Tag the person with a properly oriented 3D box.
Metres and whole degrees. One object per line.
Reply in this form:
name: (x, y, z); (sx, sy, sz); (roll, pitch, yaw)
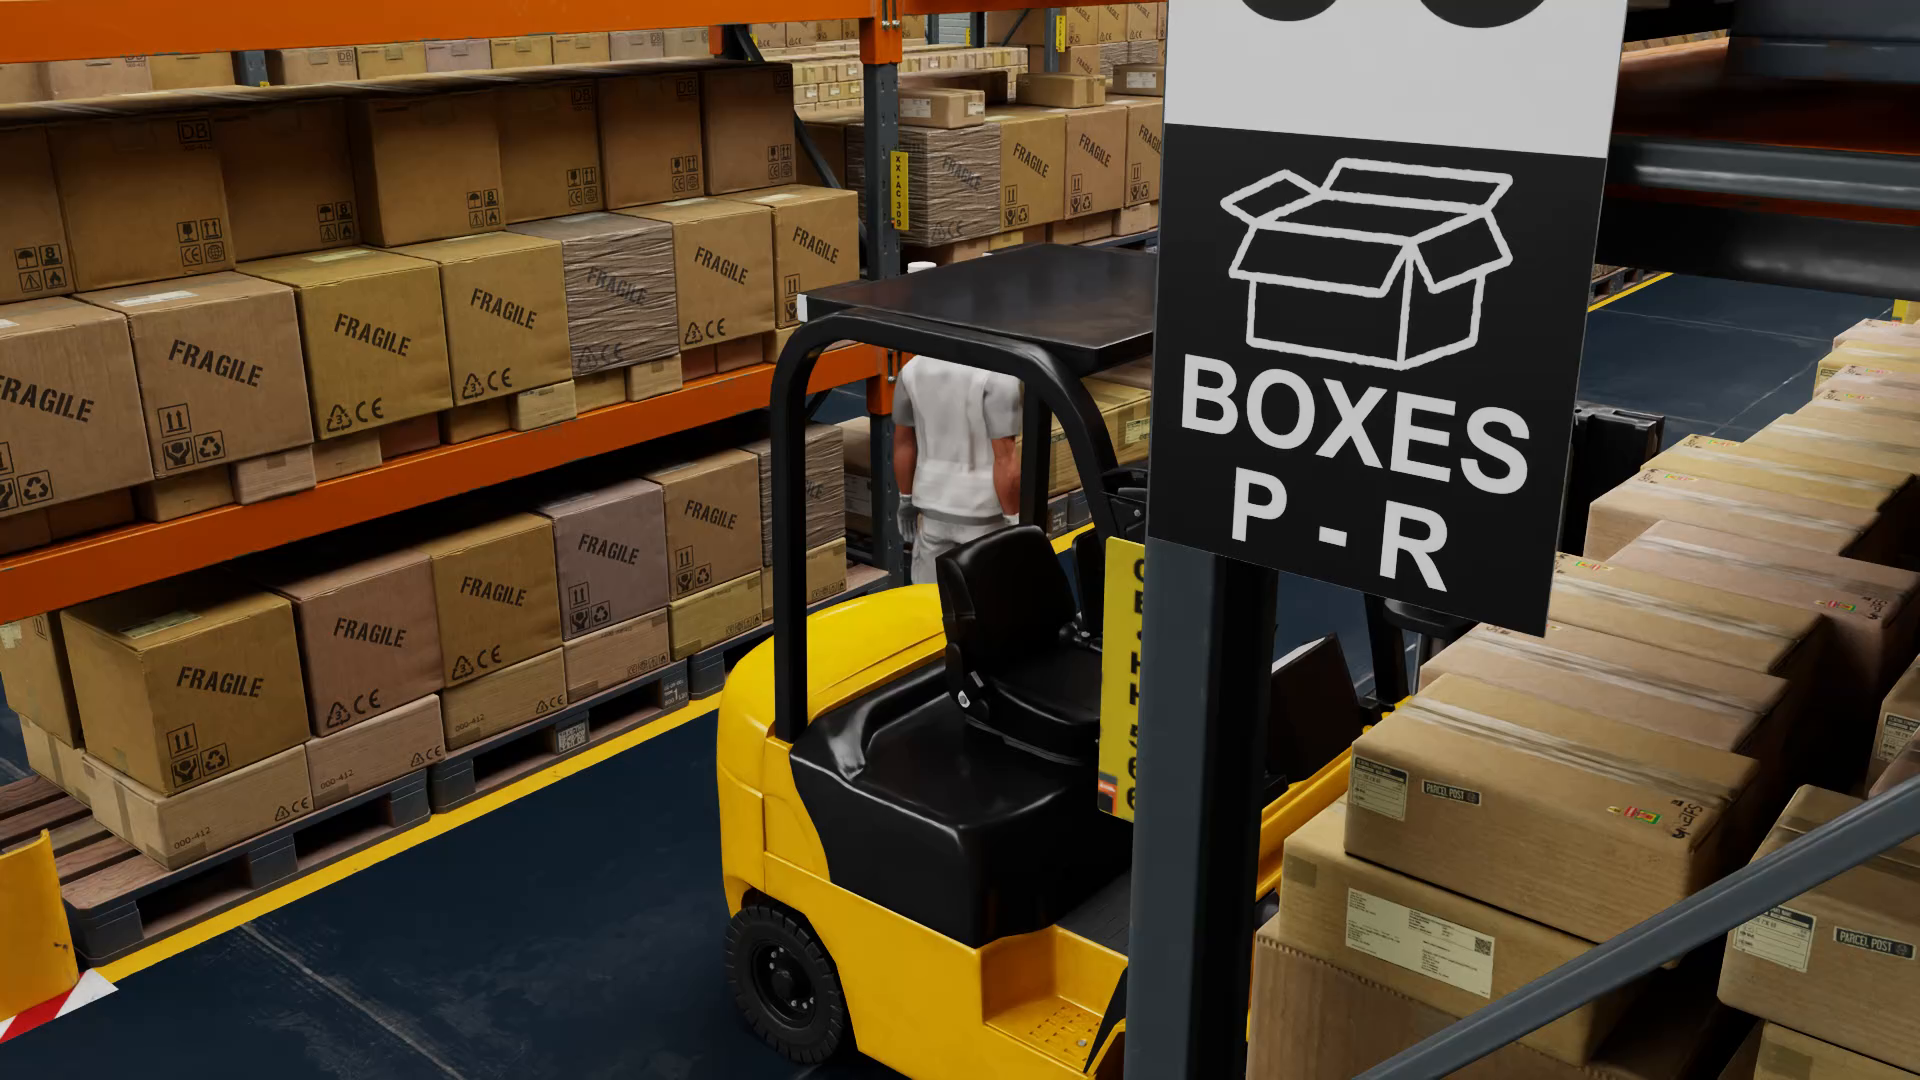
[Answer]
person: (0.034, -0.106, 6.286); (0.592, 1.772, 0.411); (11, 23, 28)
